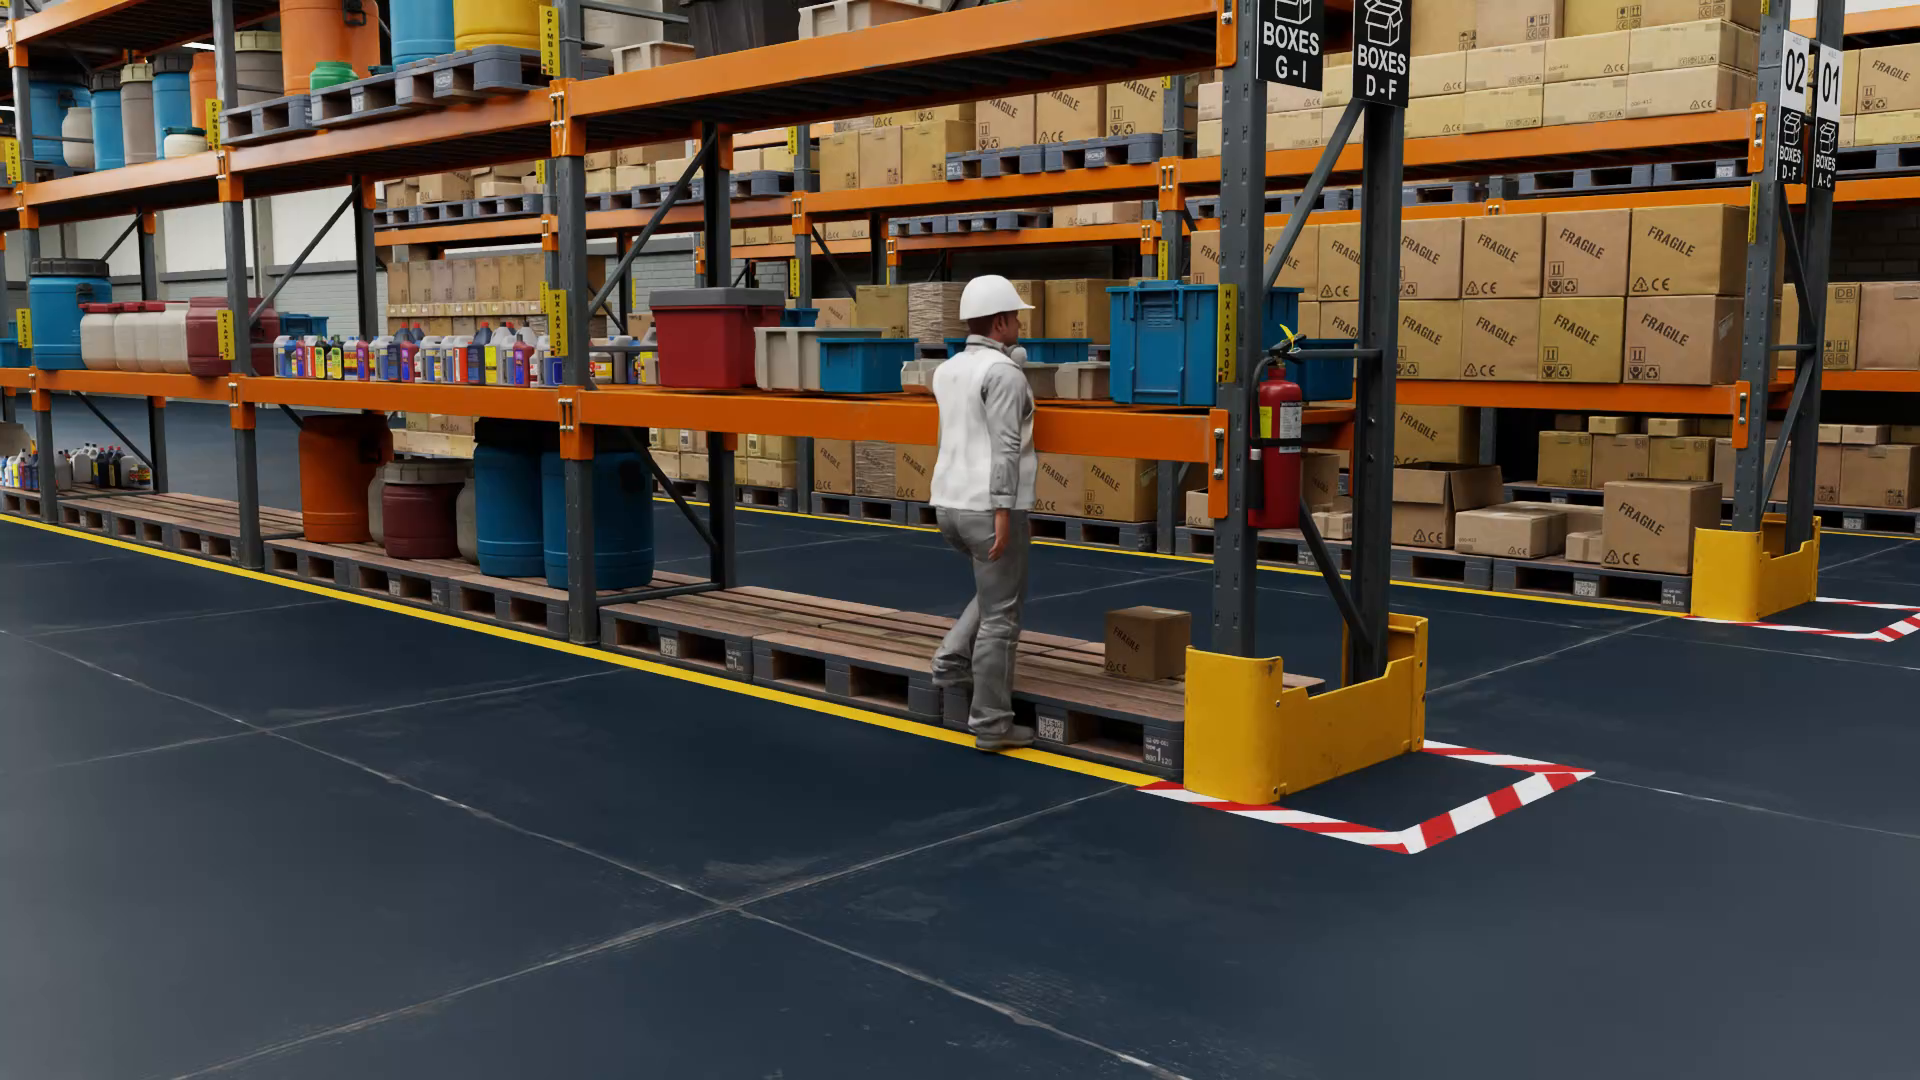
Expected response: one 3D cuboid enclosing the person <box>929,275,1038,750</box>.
[{"bbox_3d":[0.147,-0.111,6.385,0.486,1.790,0.572,-5,8,-33],"label":"person"}]
